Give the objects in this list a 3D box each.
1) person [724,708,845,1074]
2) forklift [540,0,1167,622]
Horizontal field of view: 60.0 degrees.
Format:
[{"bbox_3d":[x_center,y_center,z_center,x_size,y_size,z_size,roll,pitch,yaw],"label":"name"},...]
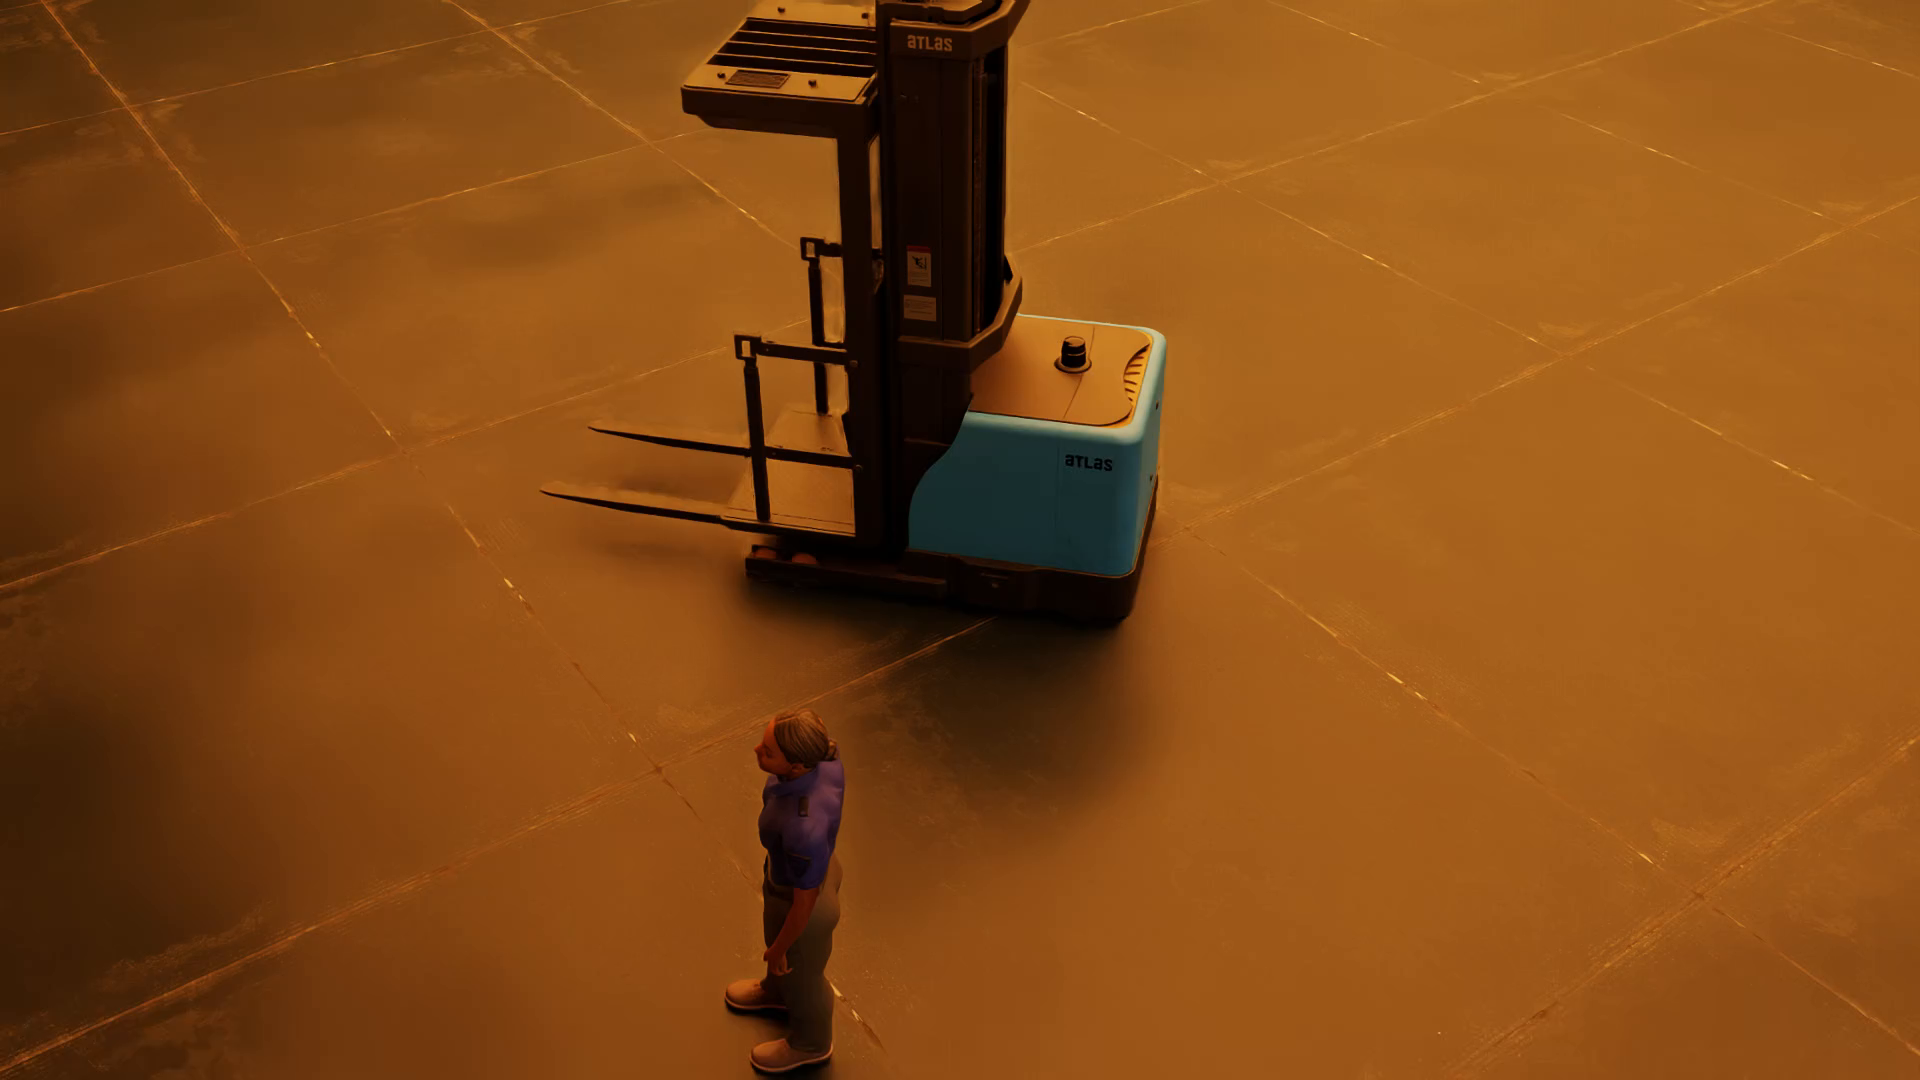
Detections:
[{"bbox_3d":[-0.613,1.153,5.450,0.504,1.656,0.563,0,36,0],"label":"person"},{"bbox_3d":[-0.570,-1.244,7.628,3.031,2.935,1.130,8,37,10],"label":"forklift"}]
